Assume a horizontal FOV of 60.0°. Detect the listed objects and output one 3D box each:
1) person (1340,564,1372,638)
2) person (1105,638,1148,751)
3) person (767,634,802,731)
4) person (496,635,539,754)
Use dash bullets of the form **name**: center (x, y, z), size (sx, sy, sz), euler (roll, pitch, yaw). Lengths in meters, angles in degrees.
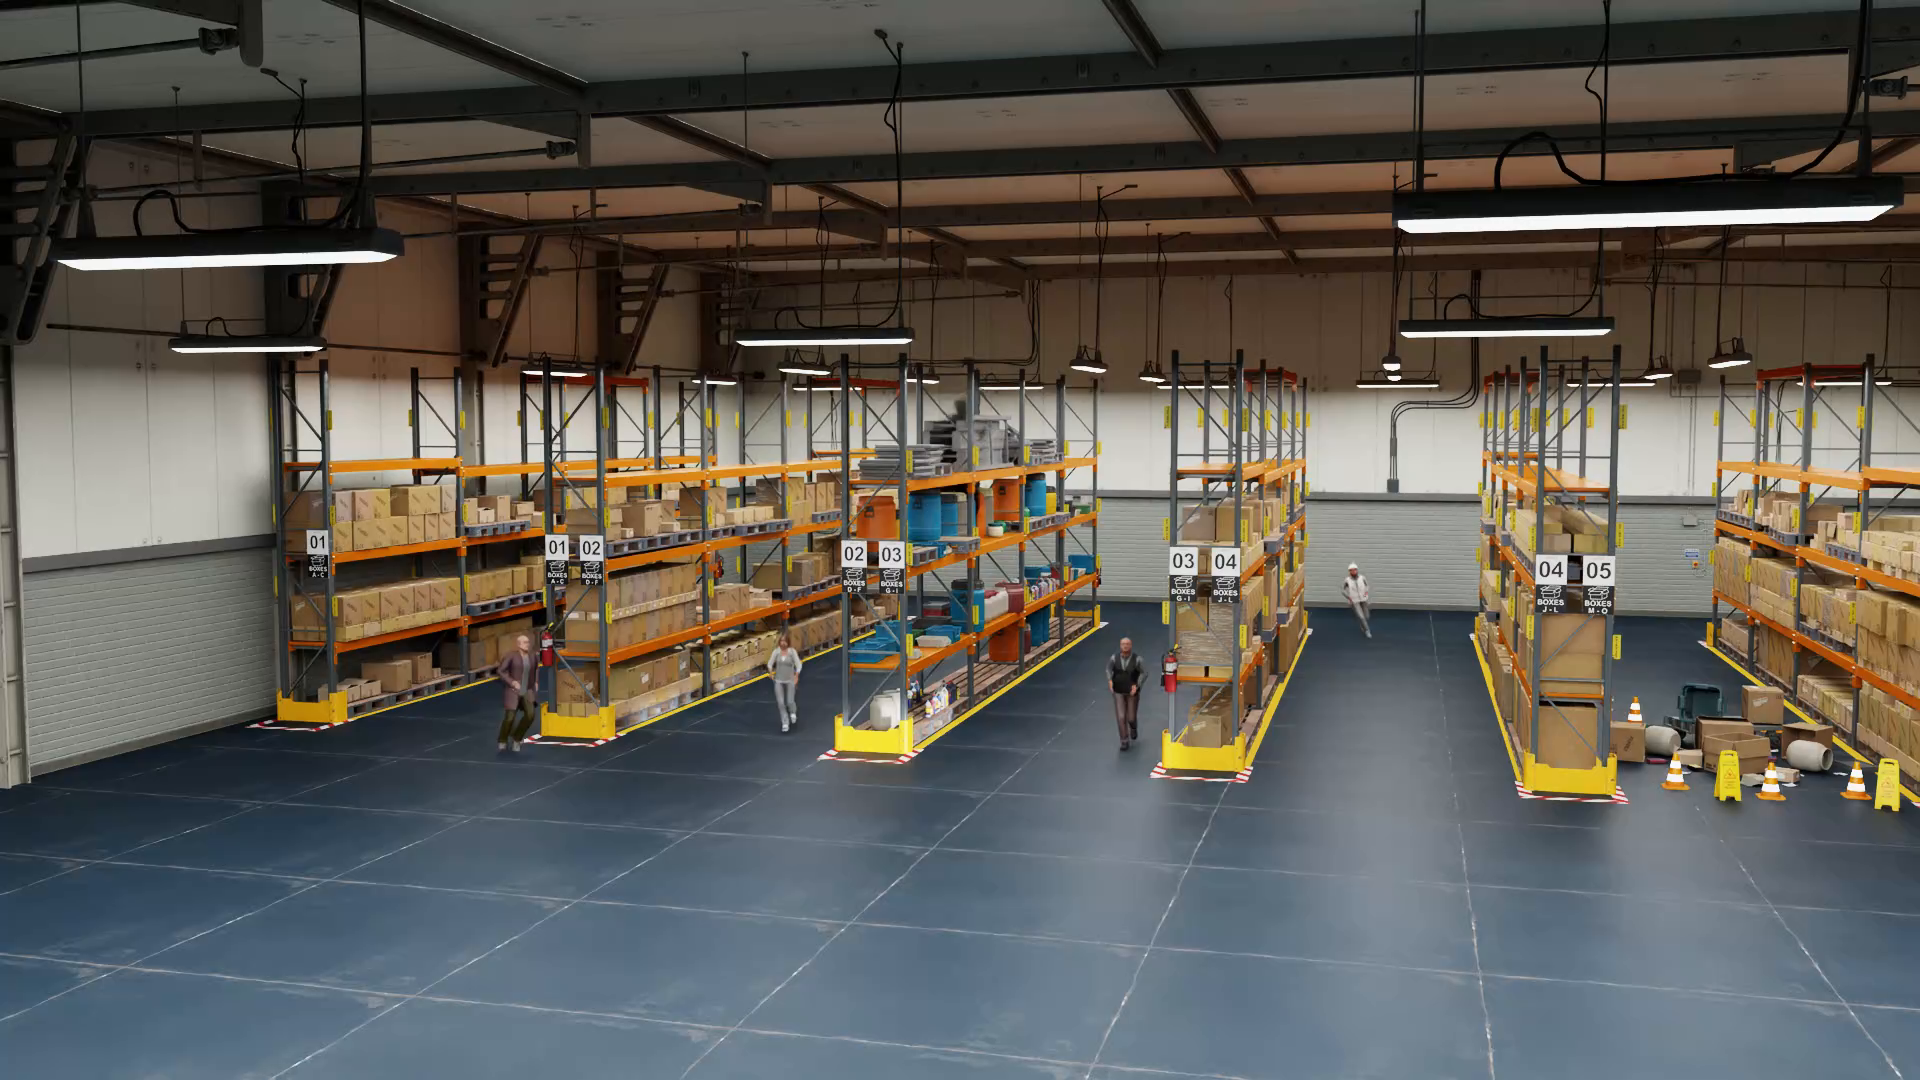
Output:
- **person**: center (9.177, 1.394, 38.558), size (0.697, 1.705, 0.763), euler (0, 4, -1)
- **person**: center (2.539, 2.332, 25.448), size (0.673, 1.697, 0.664), euler (1, 4, 13)
- **person**: center (-2.841, 2.293, 26.855), size (0.560, 1.565, 0.543), euler (0, 4, 2)
- **person**: center (-6.649, 2.323, 25.162), size (0.757, 1.759, 0.705), euler (-3, 5, -37)
